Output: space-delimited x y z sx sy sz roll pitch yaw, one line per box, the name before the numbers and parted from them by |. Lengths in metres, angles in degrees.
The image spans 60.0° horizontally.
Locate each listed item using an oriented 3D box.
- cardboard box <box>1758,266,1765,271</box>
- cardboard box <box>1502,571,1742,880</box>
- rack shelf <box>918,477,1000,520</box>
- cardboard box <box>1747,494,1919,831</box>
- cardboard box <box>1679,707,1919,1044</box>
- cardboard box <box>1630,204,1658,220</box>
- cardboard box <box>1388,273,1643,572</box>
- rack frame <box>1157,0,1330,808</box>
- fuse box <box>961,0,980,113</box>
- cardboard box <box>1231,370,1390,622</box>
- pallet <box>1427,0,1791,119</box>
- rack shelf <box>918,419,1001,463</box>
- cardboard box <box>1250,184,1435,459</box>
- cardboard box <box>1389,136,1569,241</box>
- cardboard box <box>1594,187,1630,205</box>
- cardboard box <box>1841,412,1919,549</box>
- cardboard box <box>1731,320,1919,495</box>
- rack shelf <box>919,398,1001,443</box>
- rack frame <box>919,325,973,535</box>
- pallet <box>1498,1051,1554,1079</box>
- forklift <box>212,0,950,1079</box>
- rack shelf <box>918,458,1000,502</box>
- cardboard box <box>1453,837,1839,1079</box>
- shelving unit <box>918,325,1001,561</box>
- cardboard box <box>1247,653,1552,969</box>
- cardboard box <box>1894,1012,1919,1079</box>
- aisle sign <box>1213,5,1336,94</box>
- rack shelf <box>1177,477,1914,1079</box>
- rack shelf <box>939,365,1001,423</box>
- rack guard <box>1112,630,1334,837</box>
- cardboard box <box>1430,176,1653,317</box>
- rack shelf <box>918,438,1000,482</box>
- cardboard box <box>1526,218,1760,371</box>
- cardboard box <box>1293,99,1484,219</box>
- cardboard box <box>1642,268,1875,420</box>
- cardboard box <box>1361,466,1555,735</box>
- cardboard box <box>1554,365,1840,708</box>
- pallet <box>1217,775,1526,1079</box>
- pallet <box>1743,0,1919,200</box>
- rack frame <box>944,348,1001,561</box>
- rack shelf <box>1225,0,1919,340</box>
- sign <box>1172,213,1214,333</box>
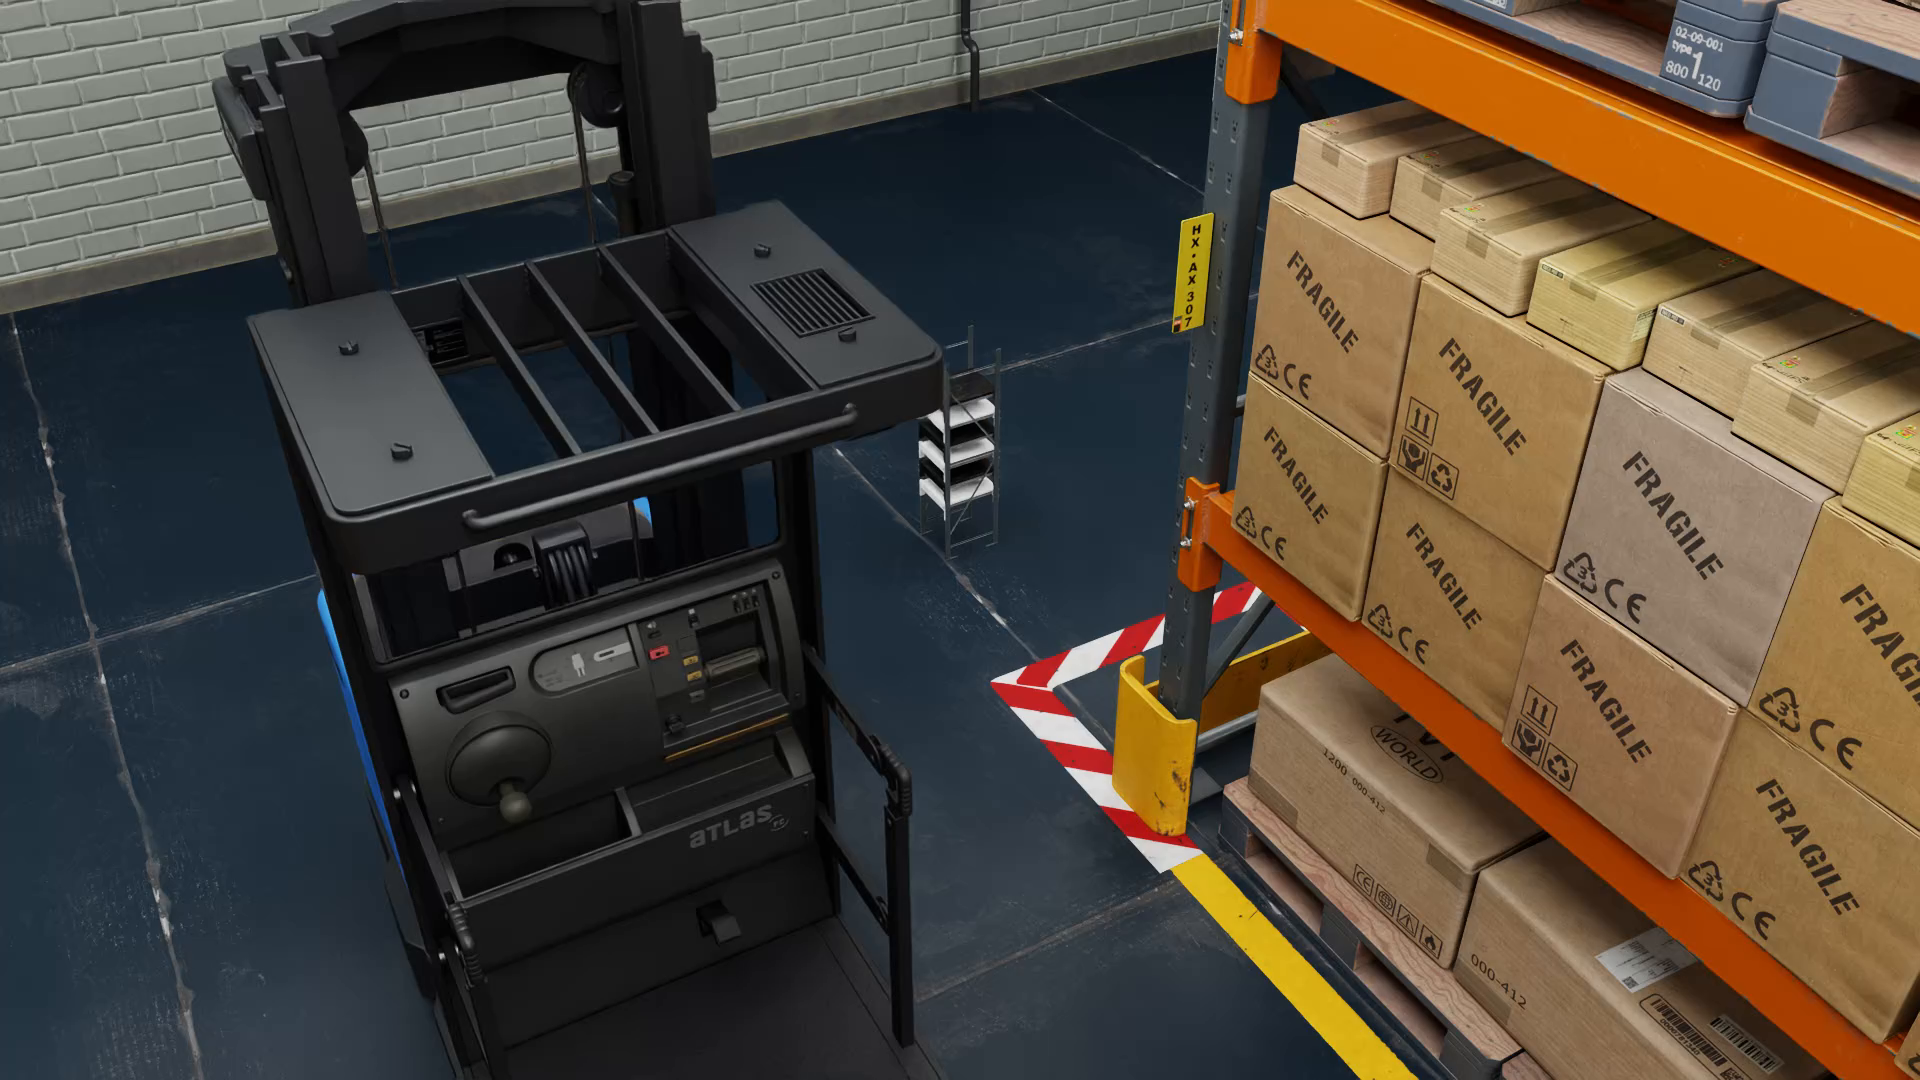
cardboard box | 1.888 -0.689 3.668 0.380 0.149 0.250 -18 40 -23
cardboard box | 1.604 0.327 3.674 0.500 0.500 0.500 -19 40 -24
rack shelf | -0.004 -0.195 6.616 0.258 0.077 0.200 -19 40 -24
cardboard box | 1.870 0.184 3.022 0.500 0.500 0.500 -19 40 -24
cardboard box | 1.870 0.578 3.331 0.500 0.500 0.500 -18 40 -22
cardboard box | 1.797 -0.830 3.861 0.380 0.149 0.250 -19 40 -24
cardboard box | 1.353 -0.330 3.726 0.500 0.500 0.500 -20 41 -25
rack frame | 1.093 -0.477 4.859 1.000 3.000 0.127 -19 40 -24
fuse box | 0.129 -3.373 9.917 0.539 1.711 0.414 -19 40 -24
cardboard box | 1.086 -0.187 4.378 0.500 0.500 0.500 -19 40 -24
pallet | 1.474 -1.277 3.487 1.003 0.211 1.213 -19 40 -24
rack shelf | -0.004 -0.413 6.457 0.258 0.077 0.200 -19 40 -24
cardboard box | 1.088 -0.592 4.084 0.500 0.500 0.500 -20 41 -25
cardboard box | 1.225 -0.807 3.829 0.380 0.149 0.250 -18 40 -23
cardboard box | 1.594 -0.937 4.007 0.380 0.149 0.250 -18 40 -23
cardboard box | 1.774 -0.116 2.884 0.380 0.149 0.250 -20 41 -25
cardboard box | 1.671 -0.254 3.072 0.380 0.149 0.250 -19 40 -24
rack shelf | -0.004 -0.486 6.404 0.258 0.077 0.200 -19 40 -24
rack frame | -0.055 -0.419 6.561 0.240 0.900 0.006 -19 40 -24
pallet | 2.171 1.656 4.304 1.003 0.211 1.213 -19 40 -24
forklift | -0.710 0.417 3.694 1.130 2.935 3.031 -18 40 -23
rack shelf | -0.004 -0.268 6.563 0.258 0.077 0.200 -19 40 -24
cardboard box | 1.978 1.160 4.435 0.875 0.438 0.875 -18 40 -23
shelving unit | -0.004 -0.368 6.490 0.258 0.900 0.210 -19 40 -24
cardboard box | 1.511 0.695 5.071 0.875 0.438 0.875 -20 41 -25
cardboard box | 2.120 0.849 2.959 0.500 0.500 0.500 -20 40 -25
aisle sign | 0.806 -1.477 4.025 0.394 0.787 0.004 -19 40 -24
rack shelf | 2.097 0.834 3.675 1.077 0.370 4.000 -19 40 -24
rack shelf | -0.004 -0.559 6.351 0.258 0.077 0.200 -19 40 -24
rack guard | 1.081 0.521 5.613 1.175 0.500 0.348 -19 40 -24
cardboard box | 1.256 -0.641 3.601 0.380 0.149 0.250 -18 40 -23
rack shelf | -0.004 -0.341 6.510 0.258 0.077 0.200 -19 40 -24
cardboard box | 1.404 -0.512 3.425 0.380 0.149 0.250 -20 41 -25
cardboard box | 1.032 -0.920 3.983 0.380 0.149 0.250 -18 40 -23
cardboard box | 1.582 -0.393 3.263 0.380 0.149 0.250 -19 40 -23
cardboard box | 1.364 0.063 4.036 0.500 0.500 0.500 -19 40 -25
cardboard box | 1.619 -0.070 3.370 0.500 0.500 0.500 -19 40 -24
pallet | 1.562 1.034 5.155 1.003 0.211 1.213 -19 40 -24
pallet | 2.091 -0.654 2.634 1.003 0.211 1.213 -19 40 -24
rack frame | 0.047 -0.316 6.419 0.240 0.900 0.006 -19 40 -24
rack shelf | 2.097 -0.377 2.790 1.077 0.370 4.000 -19 40 -24
sign | 0.610 -0.697 4.360 0.100 0.325 0.005 -19 40 -24
